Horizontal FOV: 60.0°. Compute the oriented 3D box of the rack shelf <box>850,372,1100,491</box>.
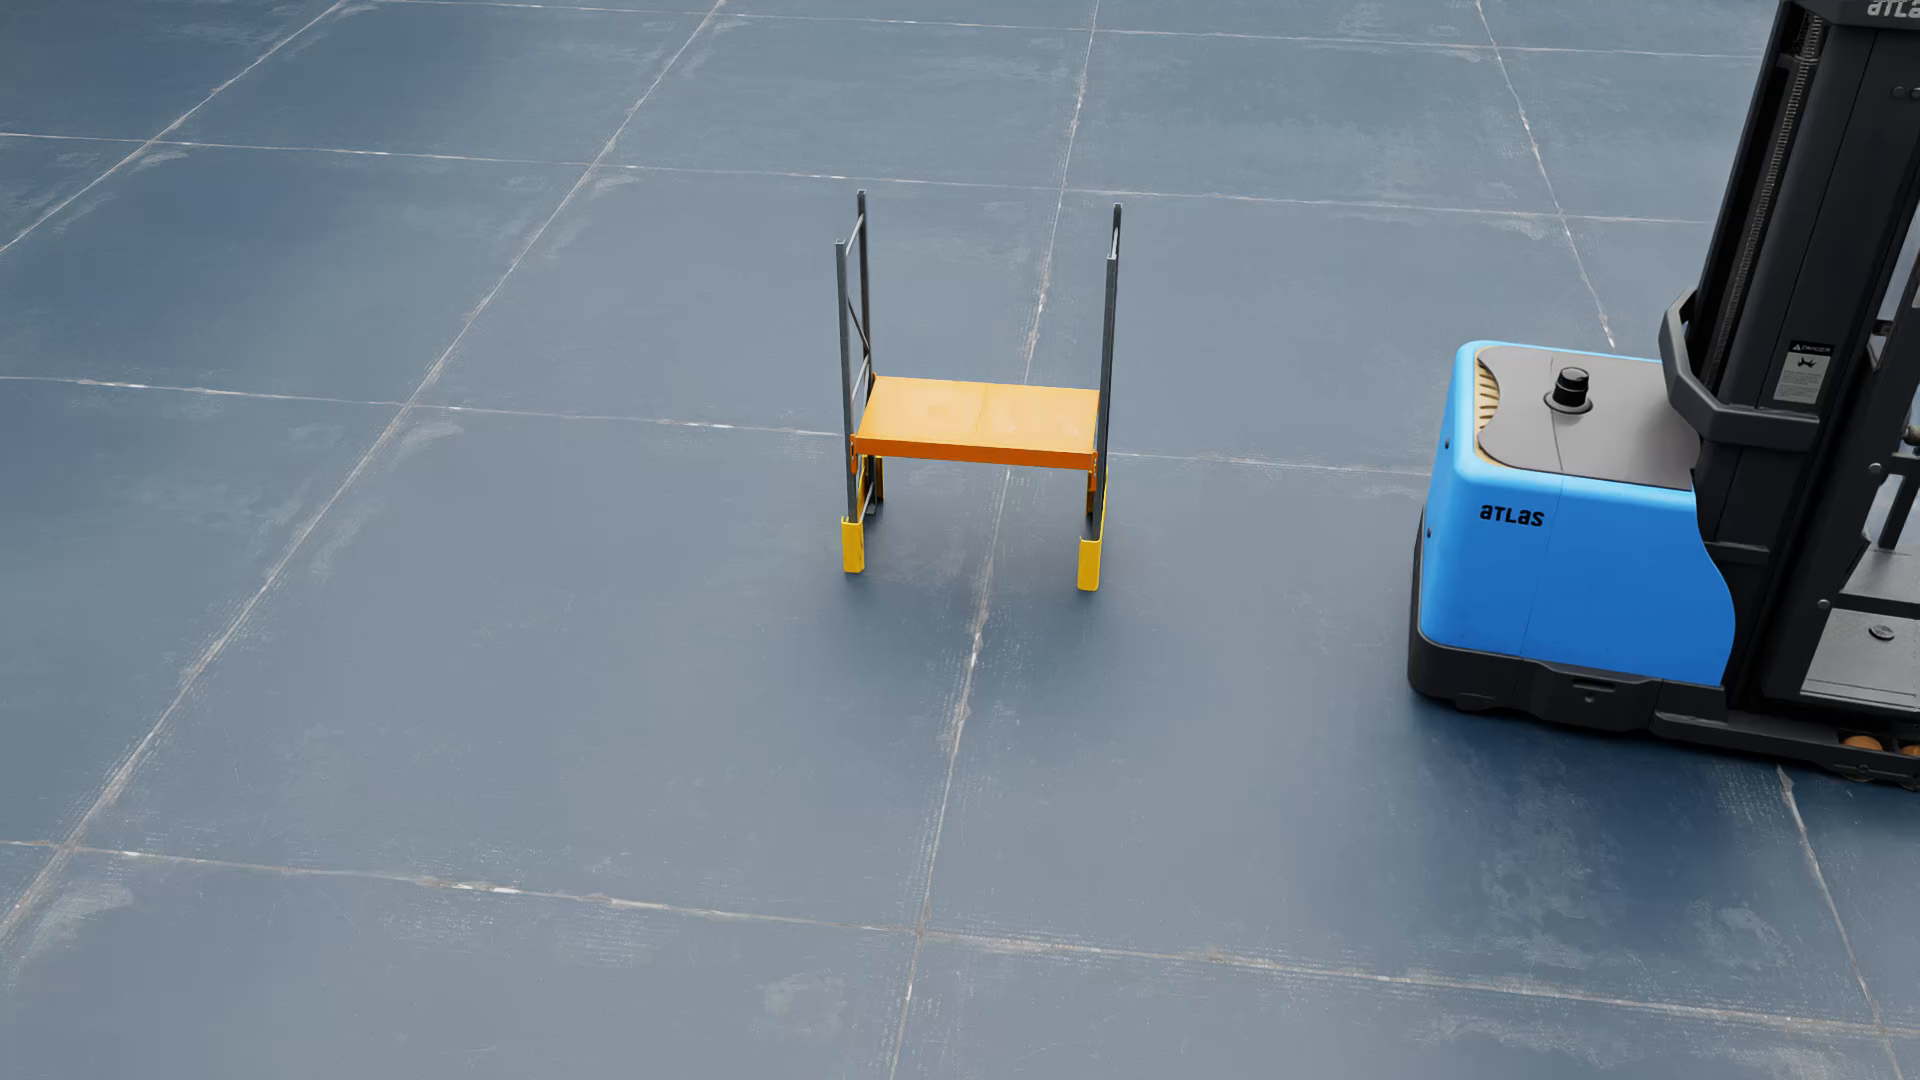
[{"bbox_3d":[0.085,-0.458,6.910,1.000,0.185,0.538,4,36,6],"label":"rack shelf"}]

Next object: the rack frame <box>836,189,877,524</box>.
[{"bbox_3d":[-0.420,-0.642,6.858,0.032,1.500,0.500,4,36,6],"label":"rack frame"}]

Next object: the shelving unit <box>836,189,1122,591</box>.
[{"bbox_3d":[0.076,-0.605,6.806,1.083,1.500,0.587,4,36,6],"label":"shelving unit"}]

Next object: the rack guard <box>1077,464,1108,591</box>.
[{"bbox_3d":[0.570,-0.059,7.118,0.087,0.250,0.587,4,36,6],"label":"rack guard"}]

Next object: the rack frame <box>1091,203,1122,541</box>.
[{"bbox_3d":[0.589,-0.567,6.753,0.032,1.500,0.500,4,36,6],"label":"rack frame"}]

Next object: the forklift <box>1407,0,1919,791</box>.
[{"bbox_3d":[3.292,-0.634,5.615,3.031,2.935,1.130,8,36,12],"label":"forklift"}]

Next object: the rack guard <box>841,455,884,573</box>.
[{"bbox_3d":[-0.418,-0.133,7.221,0.087,0.250,0.587,4,36,6],"label":"rack guard"}]
